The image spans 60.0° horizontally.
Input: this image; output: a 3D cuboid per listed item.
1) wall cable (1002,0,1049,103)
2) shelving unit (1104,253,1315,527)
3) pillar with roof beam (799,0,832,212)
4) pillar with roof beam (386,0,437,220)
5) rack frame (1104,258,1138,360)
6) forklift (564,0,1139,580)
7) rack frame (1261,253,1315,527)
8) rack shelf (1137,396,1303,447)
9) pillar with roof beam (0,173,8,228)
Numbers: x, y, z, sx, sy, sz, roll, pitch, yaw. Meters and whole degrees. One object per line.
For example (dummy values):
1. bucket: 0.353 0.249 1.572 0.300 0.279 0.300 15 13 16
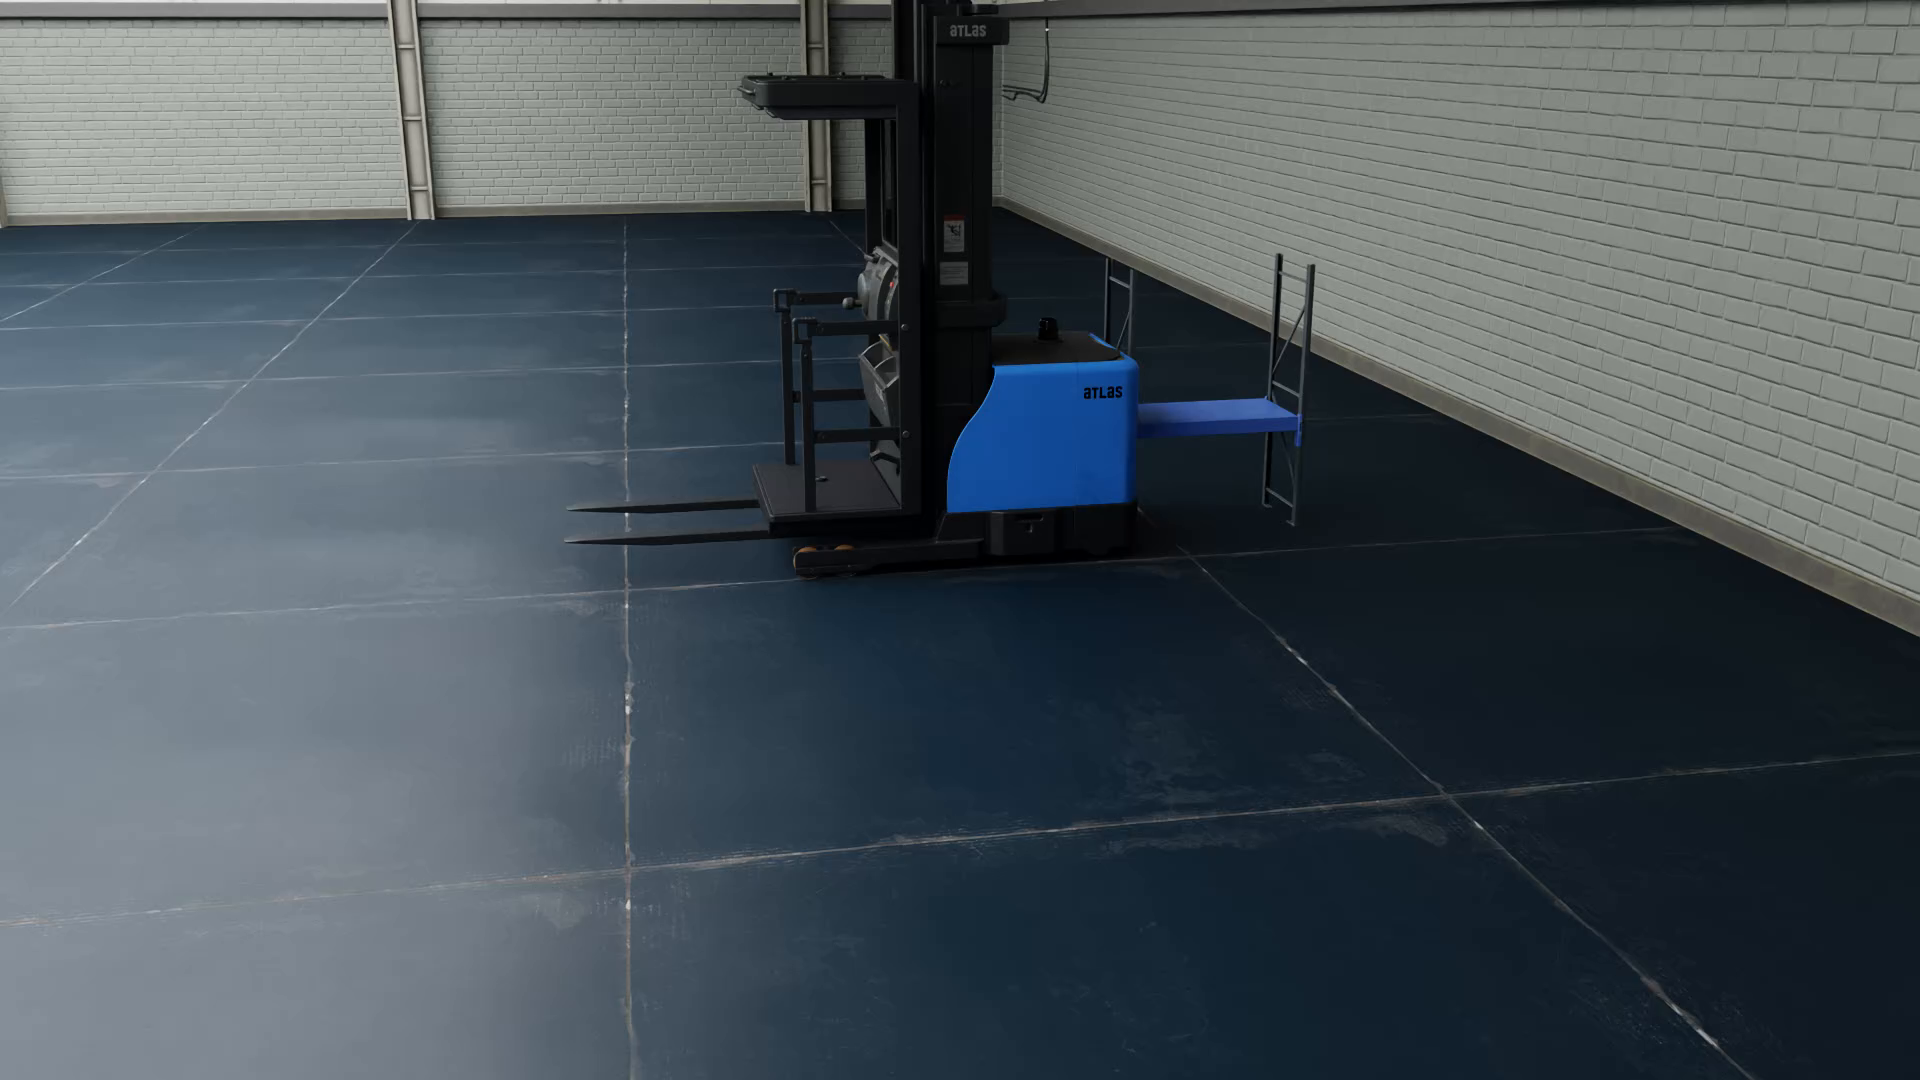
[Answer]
1. wall cable: 0.913 -7.792 24.642 0.112 2.526 3.097 -3 17 -10
2. shelving unit: 1.387 -0.833 9.470 1.048 1.500 0.538 -4 17 -11
3. pillar with roof beam: -1.413 -8.252 20.853 0.400 9.000 9.100 -3 17 -10
4. pillar with roof beam: -7.304 -7.918 19.765 0.400 9.000 9.100 -3 17 -10
5. rack frame: 0.889 -0.802 9.370 0.032 1.500 0.500 -4 17 -11
6. forklift: -0.611 -1.364 8.761 3.031 2.935 1.130 -3 17 -11
7. rack frame: 1.884 -0.864 9.571 0.032 1.500 0.500 -4 17 -11
8. rack shelf: 1.387 -0.661 9.523 1.000 0.185 0.538 -4 17 -11
9. pillar with roof beam: -13.196 -7.584 18.677 0.400 9.000 9.100 -3 17 -10
